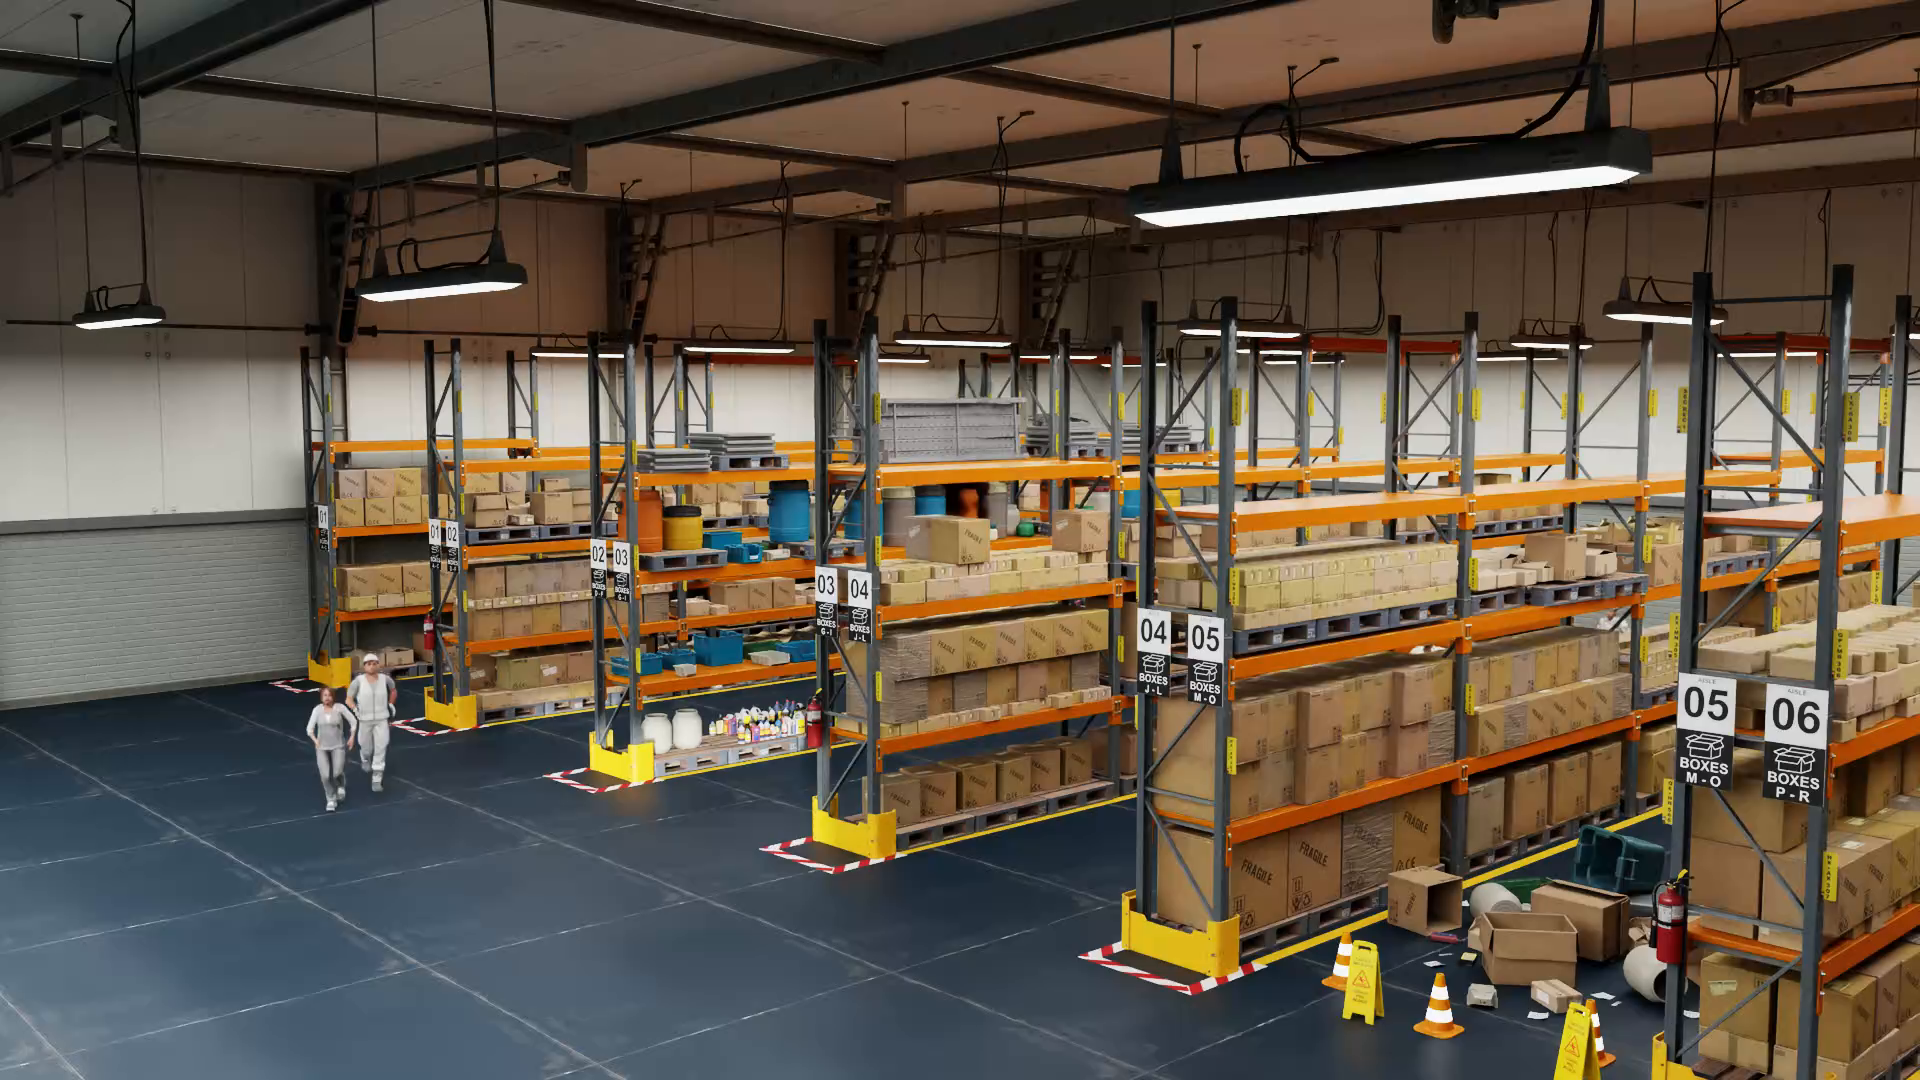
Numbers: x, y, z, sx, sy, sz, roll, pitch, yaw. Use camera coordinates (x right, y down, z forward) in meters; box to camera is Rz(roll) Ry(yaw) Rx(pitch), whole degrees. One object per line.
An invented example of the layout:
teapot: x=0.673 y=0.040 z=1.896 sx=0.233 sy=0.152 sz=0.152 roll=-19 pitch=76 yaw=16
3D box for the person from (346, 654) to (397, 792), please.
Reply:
person: x=-7.709 y=2.367 z=21.846 sx=0.657 sy=1.772 sz=0.869 roll=-2 pitch=6 yaw=-26

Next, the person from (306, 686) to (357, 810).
person: x=-7.775 y=2.578 z=20.582 sx=0.584 sy=1.557 sz=0.567 roll=-1 pitch=5 yaw=-14

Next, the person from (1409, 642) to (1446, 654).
person: x=6.712 y=2.292 z=23.898 sx=0.822 sy=1.639 sz=0.687 roll=-5 pitch=7 yaw=-44

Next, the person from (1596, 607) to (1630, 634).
person: x=10.871 y=1.884 z=27.744 sx=0.684 sy=1.721 sz=0.818 roll=5 pitch=7 yaw=44
